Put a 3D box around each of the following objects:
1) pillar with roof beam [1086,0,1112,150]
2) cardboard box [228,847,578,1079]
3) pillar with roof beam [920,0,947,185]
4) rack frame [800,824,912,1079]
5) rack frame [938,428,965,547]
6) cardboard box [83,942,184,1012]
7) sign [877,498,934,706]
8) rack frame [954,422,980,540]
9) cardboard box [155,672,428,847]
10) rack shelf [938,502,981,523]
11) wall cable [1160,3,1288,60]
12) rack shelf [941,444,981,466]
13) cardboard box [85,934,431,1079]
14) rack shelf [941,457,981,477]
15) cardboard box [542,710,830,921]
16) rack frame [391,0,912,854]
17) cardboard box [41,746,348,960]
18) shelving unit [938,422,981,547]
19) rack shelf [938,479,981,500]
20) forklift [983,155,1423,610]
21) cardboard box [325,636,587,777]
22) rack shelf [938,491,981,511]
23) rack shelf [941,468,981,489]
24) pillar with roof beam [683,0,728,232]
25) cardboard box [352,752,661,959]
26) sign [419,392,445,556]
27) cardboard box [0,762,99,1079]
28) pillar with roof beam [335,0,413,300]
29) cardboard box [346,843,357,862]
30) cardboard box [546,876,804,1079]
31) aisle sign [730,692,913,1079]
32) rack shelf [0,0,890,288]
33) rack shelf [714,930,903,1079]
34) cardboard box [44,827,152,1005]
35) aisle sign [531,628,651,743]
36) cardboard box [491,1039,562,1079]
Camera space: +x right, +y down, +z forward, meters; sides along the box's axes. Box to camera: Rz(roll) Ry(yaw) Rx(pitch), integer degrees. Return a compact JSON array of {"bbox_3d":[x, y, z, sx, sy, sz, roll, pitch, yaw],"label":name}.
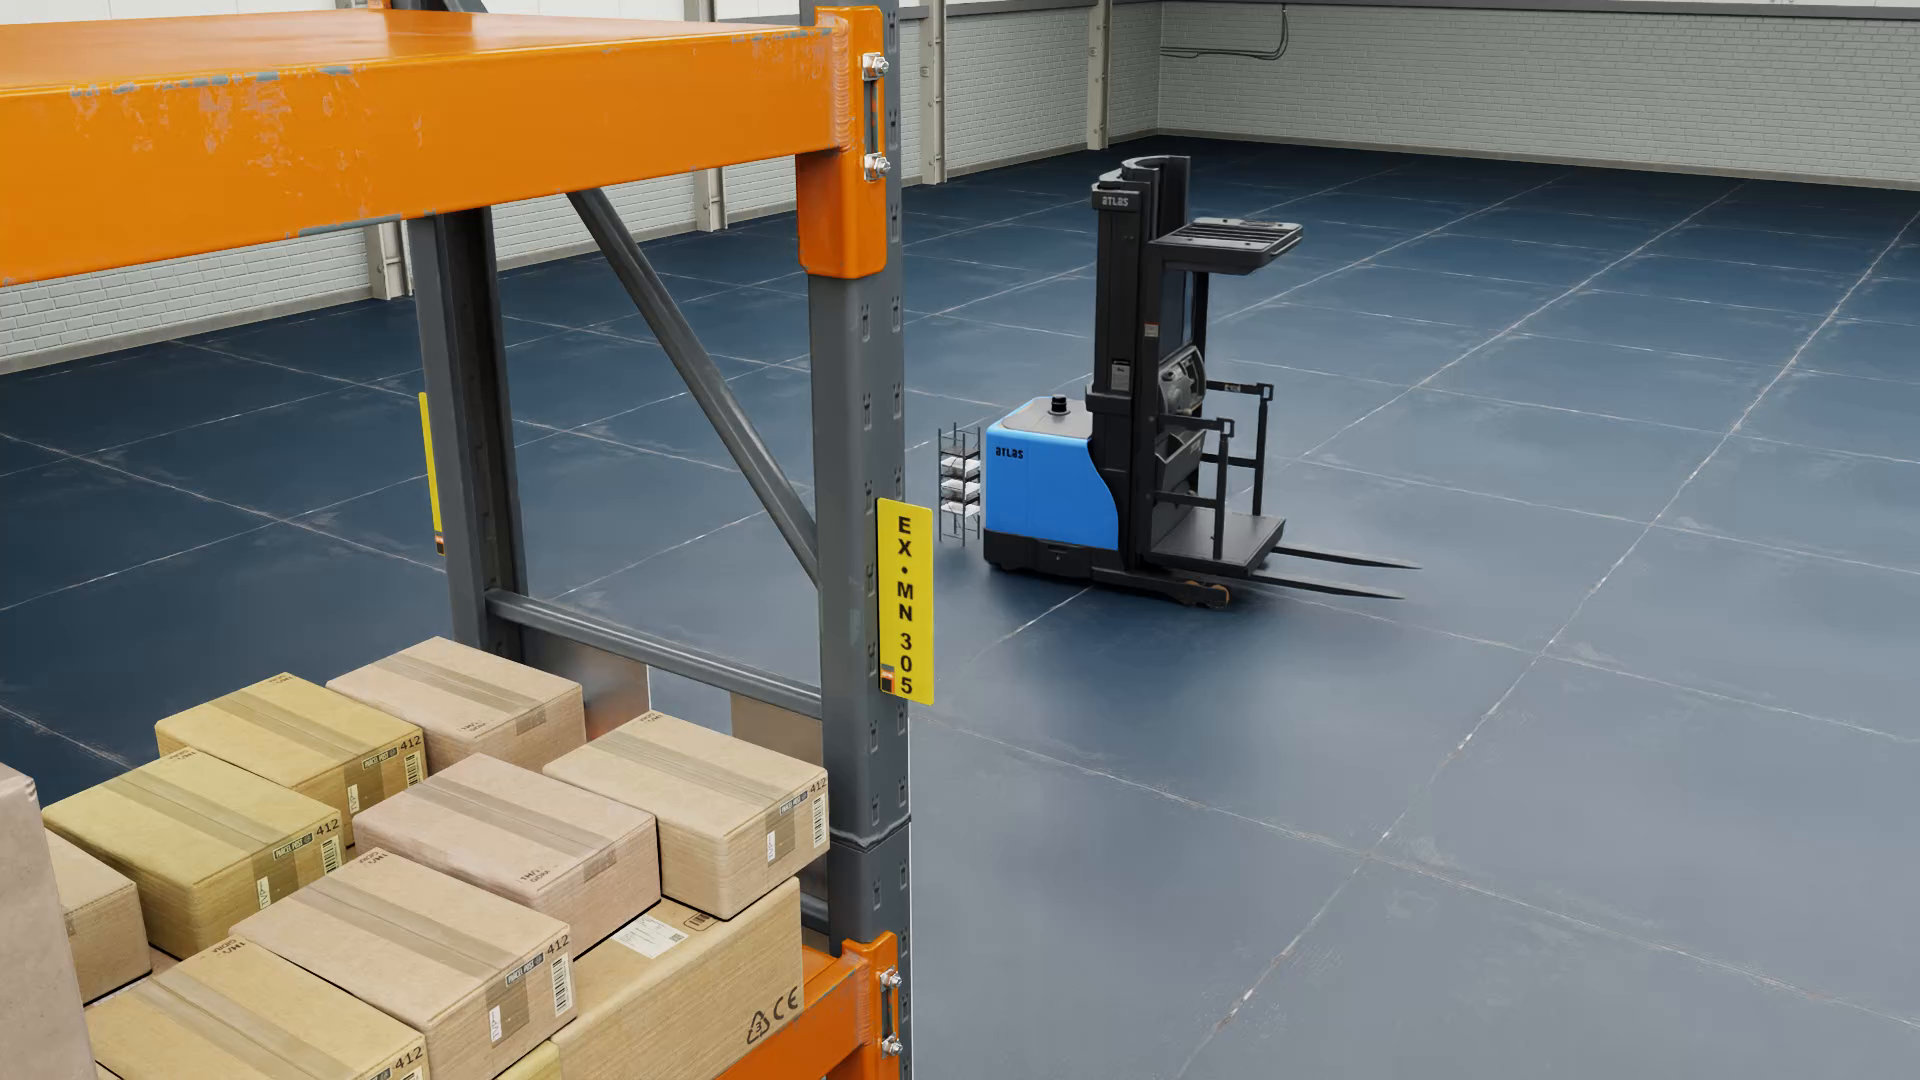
[{"bbox_3d":[6.453,-11.652,31.294,9.100,9.000,0.400,13,24,32],"label":"pillar with roof beam"},{"bbox_3d":[-0.736,0.574,2.206,0.380,0.149,0.250,12,23,30],"label":"cardboard box"},{"bbox_3d":[3.080,-9.930,26.640,9.100,9.000,0.400,13,24,32],"label":"pillar with roof beam"},{"bbox_3d":[-0.532,1.806,3.560,1.000,3.000,0.127,13,24,32],"label":"rack frame"},{"bbox_3d":[-0.062,-0.391,12.524,0.240,0.900,0.006,13,24,32],"label":"rack frame"},{"bbox_3d":[-1.301,0.706,2.425,0.500,0.250,0.500,13,24,31],"label":"cardboard box"},{"bbox_3d":[-0.084,0.097,2.578,0.100,0.325,0.005,13,24,32],"label":"sign"},{"bbox_3d":[0.053,-0.449,12.681,0.240,0.900,0.006,13,24,32],"label":"rack frame"},{"bbox_3d":[-1.103,0.372,2.755,0.380,0.149,0.250,14,24,33],"label":"cardboard box"},{"bbox_3d":[-0.005,-0.220,12.677,0.258,0.077,0.200,13,24,32],"label":"rack shelf"},{"bbox_3d":[5.642,-11.622,35.690,3.097,2.526,0.112,13,24,32],"label":"wall cable"},{"bbox_3d":[-0.005,-0.642,12.520,0.258,0.077,0.200,13,24,32],"label":"rack shelf"},{"bbox_3d":[-0.857,0.651,1.999,0.380,0.149,0.250,13,24,32],"label":"cardboard box"},{"bbox_3d":[-0.005,-0.557,12.552,0.258,0.077,0.200,13,24,32],"label":"rack shelf"},{"bbox_3d":[-0.430,0.423,2.616,0.380,0.149,0.250,13,24,32],"label":"cardboard box"},{"bbox_3d":[-0.532,-1.008,2.519,1.000,3.000,0.127,13,24,32],"label":"rack frame"},{"bbox_3d":[-1.143,0.468,2.494,0.380,0.149,0.250,13,24,31],"label":"cardboard box"},{"bbox_3d":[-0.005,-0.420,12.603,0.258,0.900,0.210,13,24,32],"label":"shelving unit"},{"bbox_3d":[-0.005,-0.388,12.614,0.258,0.077,0.200,13,24,32],"label":"rack shelf"},{"bbox_3d":[1.730,-1.104,11.525,3.031,2.935,1.130,9,22,23],"label":"forklift"},{"bbox_3d":[-0.878,0.316,2.905,0.380,0.149,0.250,13,24,31],"label":"cardboard box"},{"bbox_3d":[-0.005,-0.304,12.645,0.258,0.077,0.200,13,24,32],"label":"rack shelf"},{"bbox_3d":[-0.005,-0.473,12.583,0.258,0.077,0.200,13,24,32],"label":"rack shelf"},{"bbox_3d":[-0.293,-8.209,21.986,9.100,9.000,0.400,13,24,32],"label":"pillar with roof beam"},{"bbox_3d":[-0.673,0.474,2.476,0.380,0.149,0.250,12,24,30],"label":"cardboard box"},{"bbox_3d":[-0.980,-0.117,3.174,0.100,0.325,0.005,13,24,32],"label":"sign"},{"bbox_3d":[-1.194,0.472,1.548,0.500,0.500,0.500,13,24,32],"label":"cardboard box"},{"bbox_3d":[-3.665,-6.487,17.332,9.100,9.000,0.400,13,24,32],"label":"pillar with roof beam"},{"bbox_3d":[-1.016,0.557,2.828,0.500,0.250,0.500,14,25,33],"label":"cardboard box"},{"bbox_3d":[-0.592,0.657,2.558,0.500,0.250,0.500,14,24,33],"label":"cardboard box"},{"bbox_3d":[-0.249,0.627,2.999,0.394,0.787,0.004,13,24,32],"label":"aisle sign"},{"bbox_3d":[-1.656,-0.095,1.093,1.077,0.370,4.000,13,24,32],"label":"rack shelf"},{"bbox_3d":[-1.656,1.310,1.613,1.077,0.370,4.000,13,24,32],"label":"rack shelf"},{"bbox_3d":[-1.355,0.532,2.320,0.380,0.149,0.250,14,25,34],"label":"cardboard box"},{"bbox_3d":[-0.745,0.510,3.315,0.394,0.787,0.004,13,24,32],"label":"aisle sign"},{"bbox_3d":[-0.871,0.801,2.169,0.500,0.250,0.500,13,24,32],"label":"cardboard box"}]
